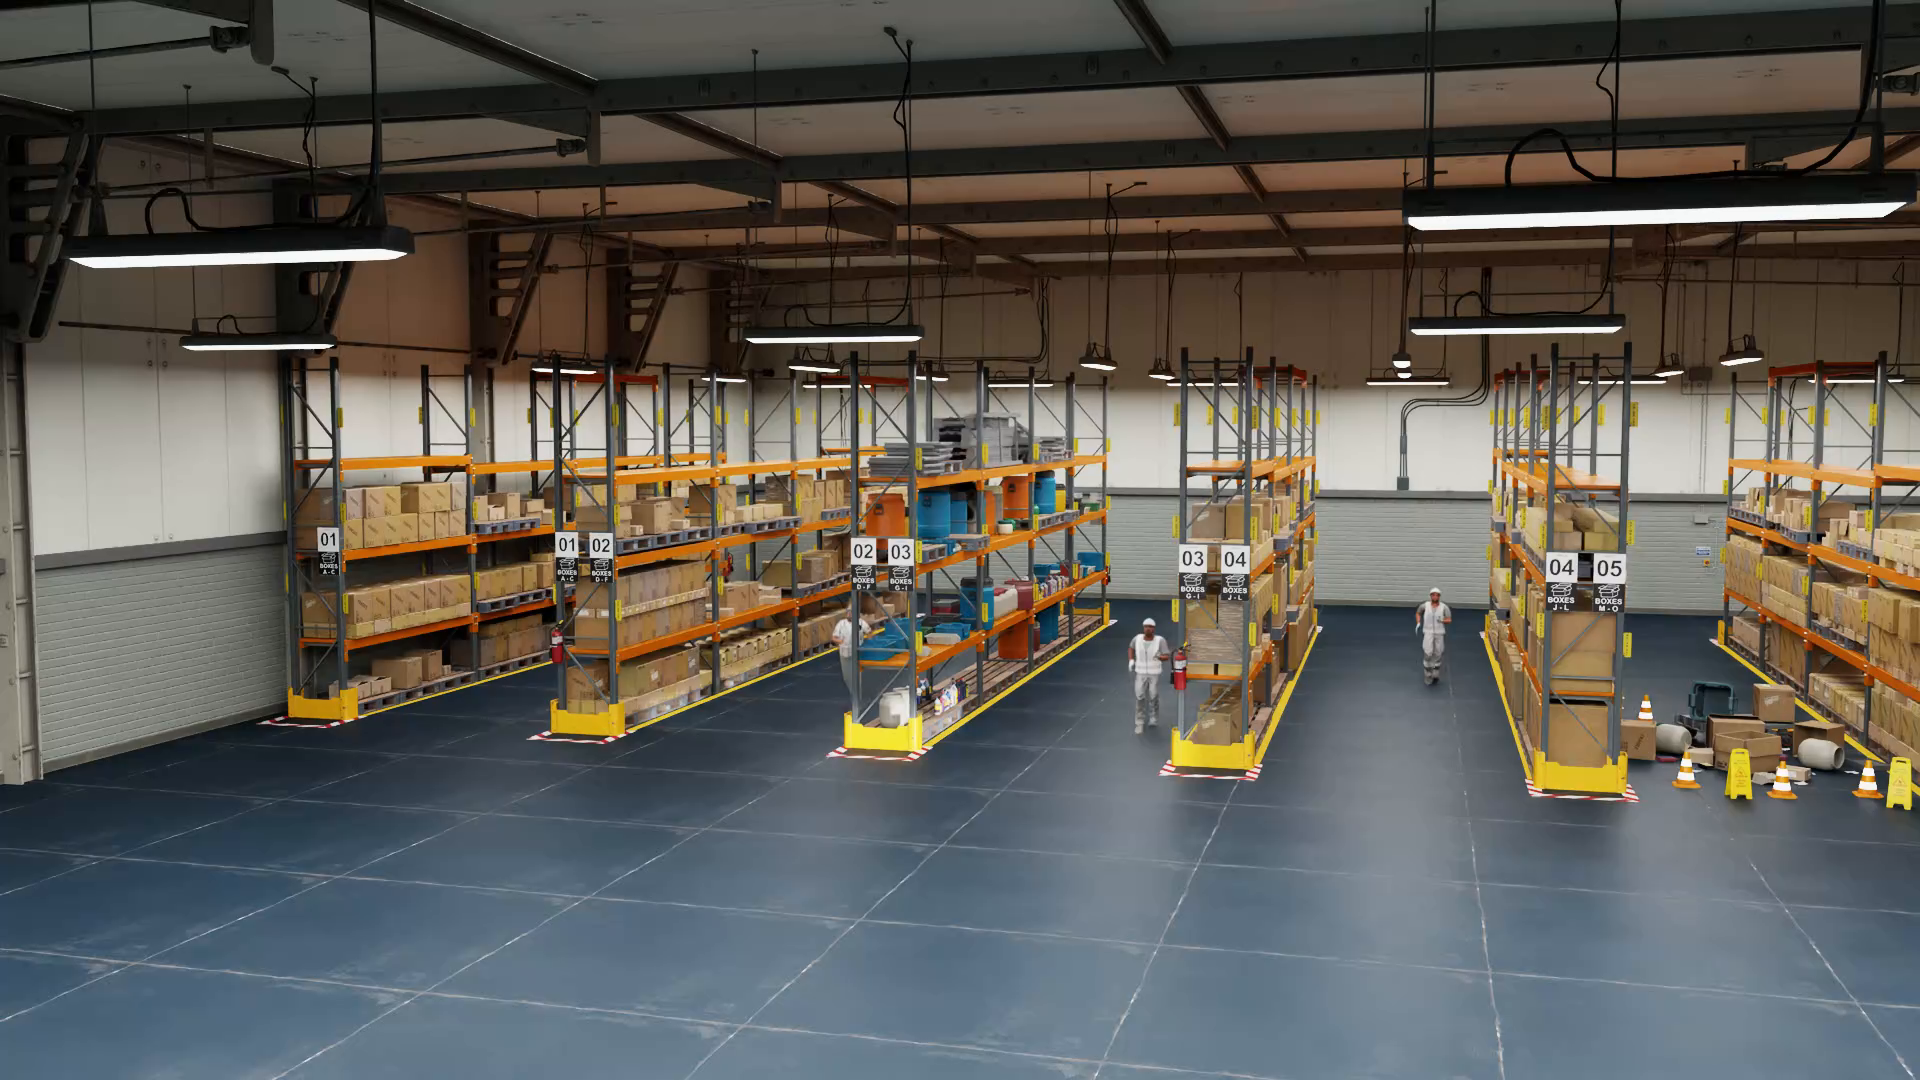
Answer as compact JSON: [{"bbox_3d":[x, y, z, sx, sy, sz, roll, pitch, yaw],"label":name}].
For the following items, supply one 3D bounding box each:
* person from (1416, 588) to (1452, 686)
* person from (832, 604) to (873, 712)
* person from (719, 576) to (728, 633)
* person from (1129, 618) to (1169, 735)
[{"bbox_3d":[8.905,1.813,31.276,0.641,1.838,0.763,1,4,11],"label":"person"},{"bbox_3d":[-1.869,1.992,28.638,0.648,1.814,0.931,1,4,10],"label":"person"},{"bbox_3d":[-5.032,1.590,35.233,0.623,1.683,0.785,1,4,11],"label":"person"},{"bbox_3d":[3.000,2.164,26.506,0.670,1.843,0.760,1,4,12],"label":"person"}]
